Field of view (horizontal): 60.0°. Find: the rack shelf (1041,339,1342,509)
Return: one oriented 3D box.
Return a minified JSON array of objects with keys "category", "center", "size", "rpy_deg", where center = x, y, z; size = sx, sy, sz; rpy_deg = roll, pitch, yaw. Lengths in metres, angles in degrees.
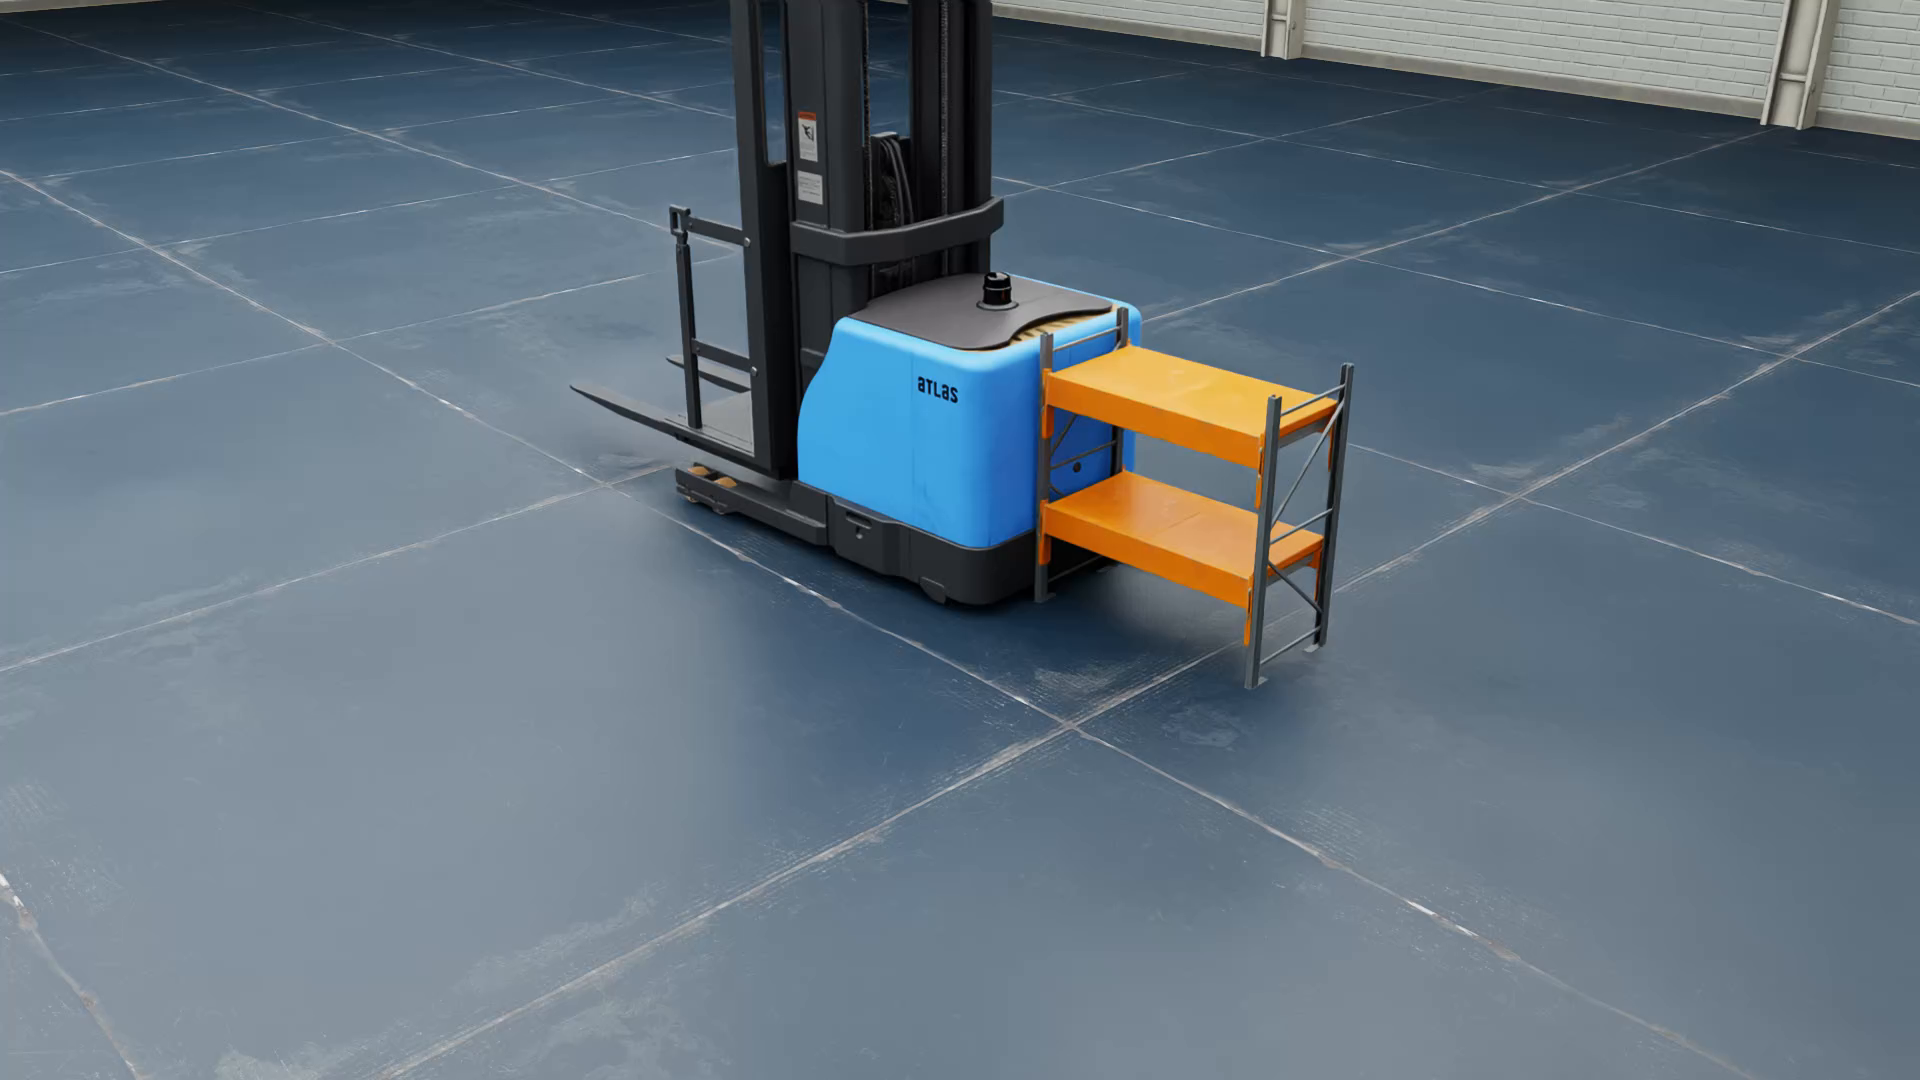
[{"category":"rack shelf","center":[0.851,-0.453,6.183],"size":[1.000,0.278,0.538],"rpy_deg":[22,32,39]}]

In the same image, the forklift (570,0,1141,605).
[{"category":"forklift","center":[-0.659,-1.586,7.195],"size":[3.031,2.935,1.130],"rpy_deg":[22,32,39]}]

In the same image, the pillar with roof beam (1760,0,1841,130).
[{"category":"pillar with roof beam","center":[4.823,-6.869,11.466],"size":[9.100,9.000,0.400],"rpy_deg":[-21,32,-38]}]

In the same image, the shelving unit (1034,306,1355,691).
[{"category":"shelving unit","center":[0.851,-0.187,6.304],"size":[1.048,1.125,0.538],"rpy_deg":[22,32,39]}]

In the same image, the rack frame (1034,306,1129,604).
[{"category":"rack frame","center":[0.483,-0.332,6.623],"size":[0.032,1.125,0.500],"rpy_deg":[22,32,39]}]

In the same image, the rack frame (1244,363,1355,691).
[{"category":"rack frame","center":[1.219,-0.041,5.985],"size":[0.032,1.125,0.500],"rpy_deg":[22,32,39]}]

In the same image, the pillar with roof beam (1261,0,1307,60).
[{"category":"pillar with roof beam","center":[0.722,-8.687,15.450],"size":[9.100,9.000,0.400],"rpy_deg":[-21,32,-38]}]

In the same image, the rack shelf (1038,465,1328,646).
[{"category":"rack shelf","center":[0.851,0.036,6.406],"size":[1.000,0.278,0.538],"rpy_deg":[22,32,39]}]
